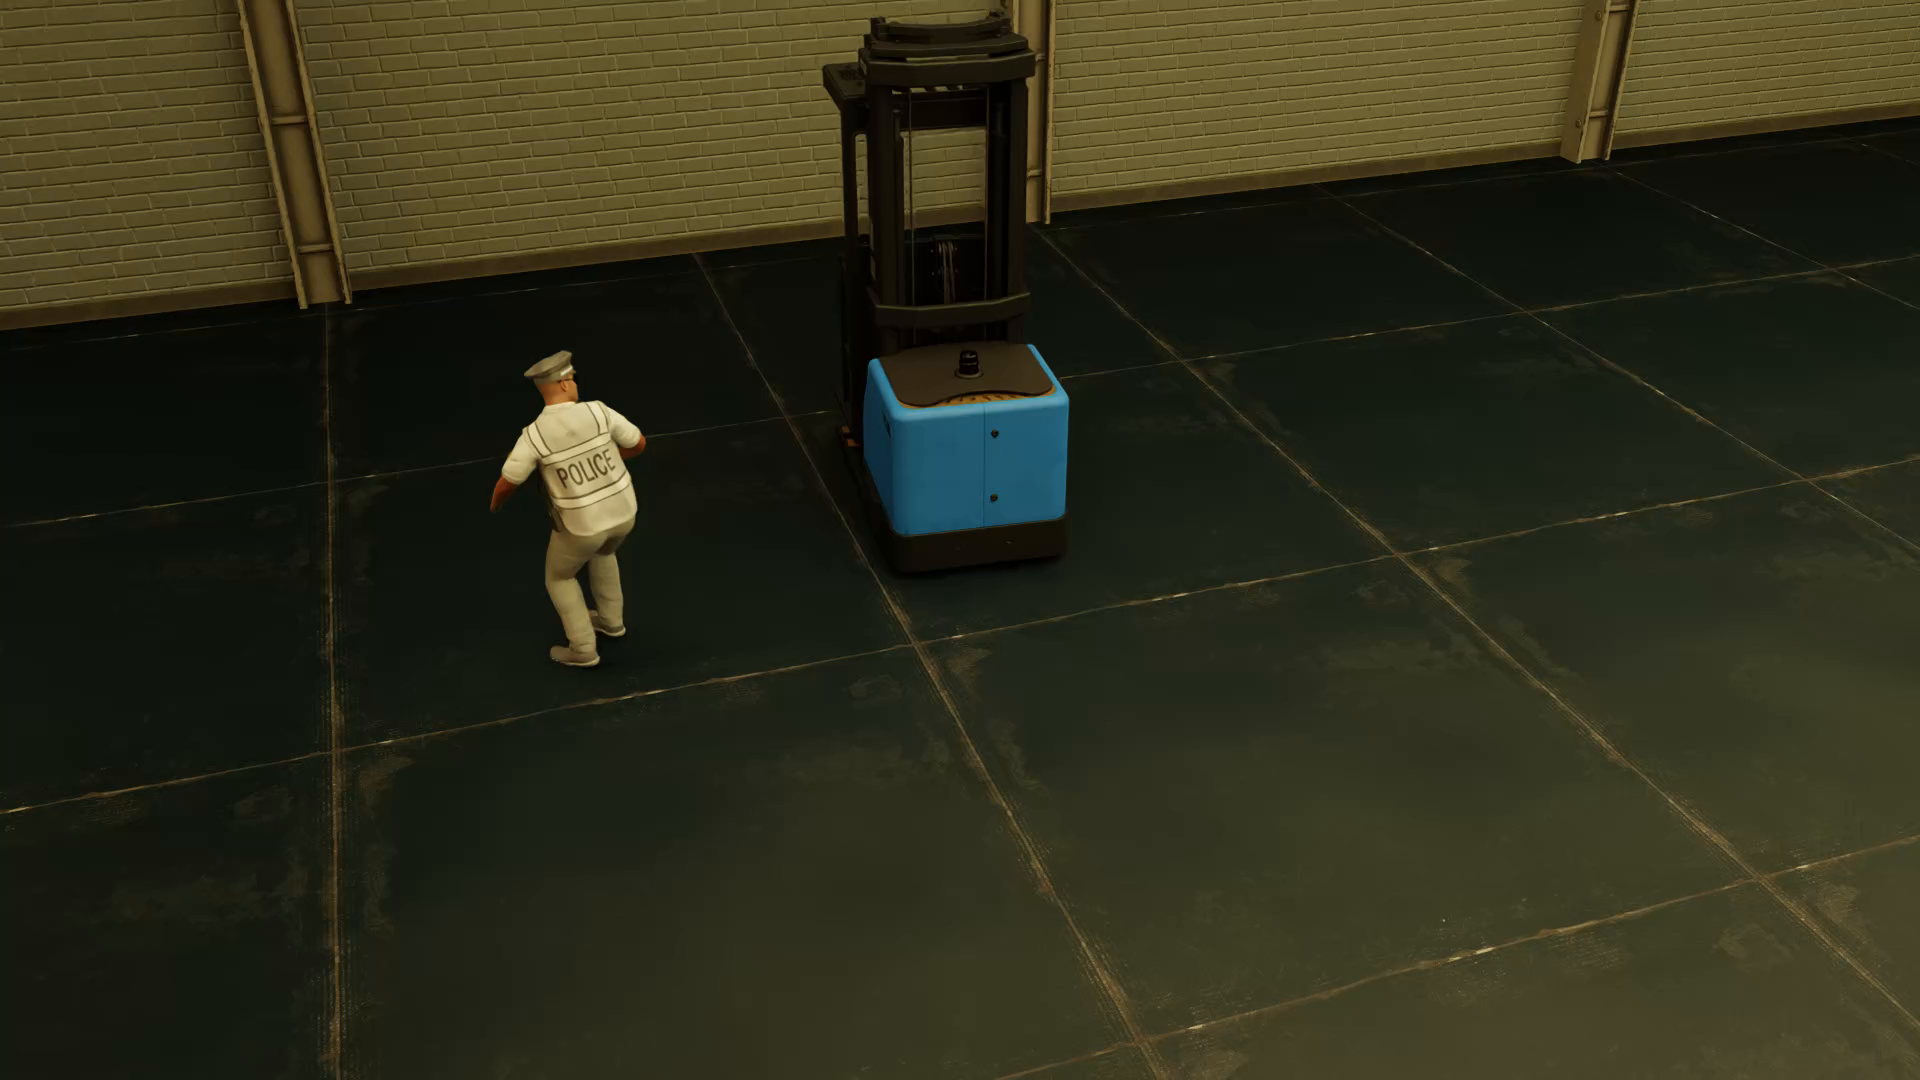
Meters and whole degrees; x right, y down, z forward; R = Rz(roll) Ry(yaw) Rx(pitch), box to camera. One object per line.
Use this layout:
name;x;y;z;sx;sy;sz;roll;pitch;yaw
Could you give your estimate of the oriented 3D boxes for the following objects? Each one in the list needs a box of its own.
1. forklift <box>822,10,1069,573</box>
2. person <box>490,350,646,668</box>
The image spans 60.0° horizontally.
forklift;-0.201;-1.804;10.222;1.130;2.935;3.031;-7;31;-11
person;-2.013;-0.163;8.643;0.775;1.717;0.633;-22;36;-33
